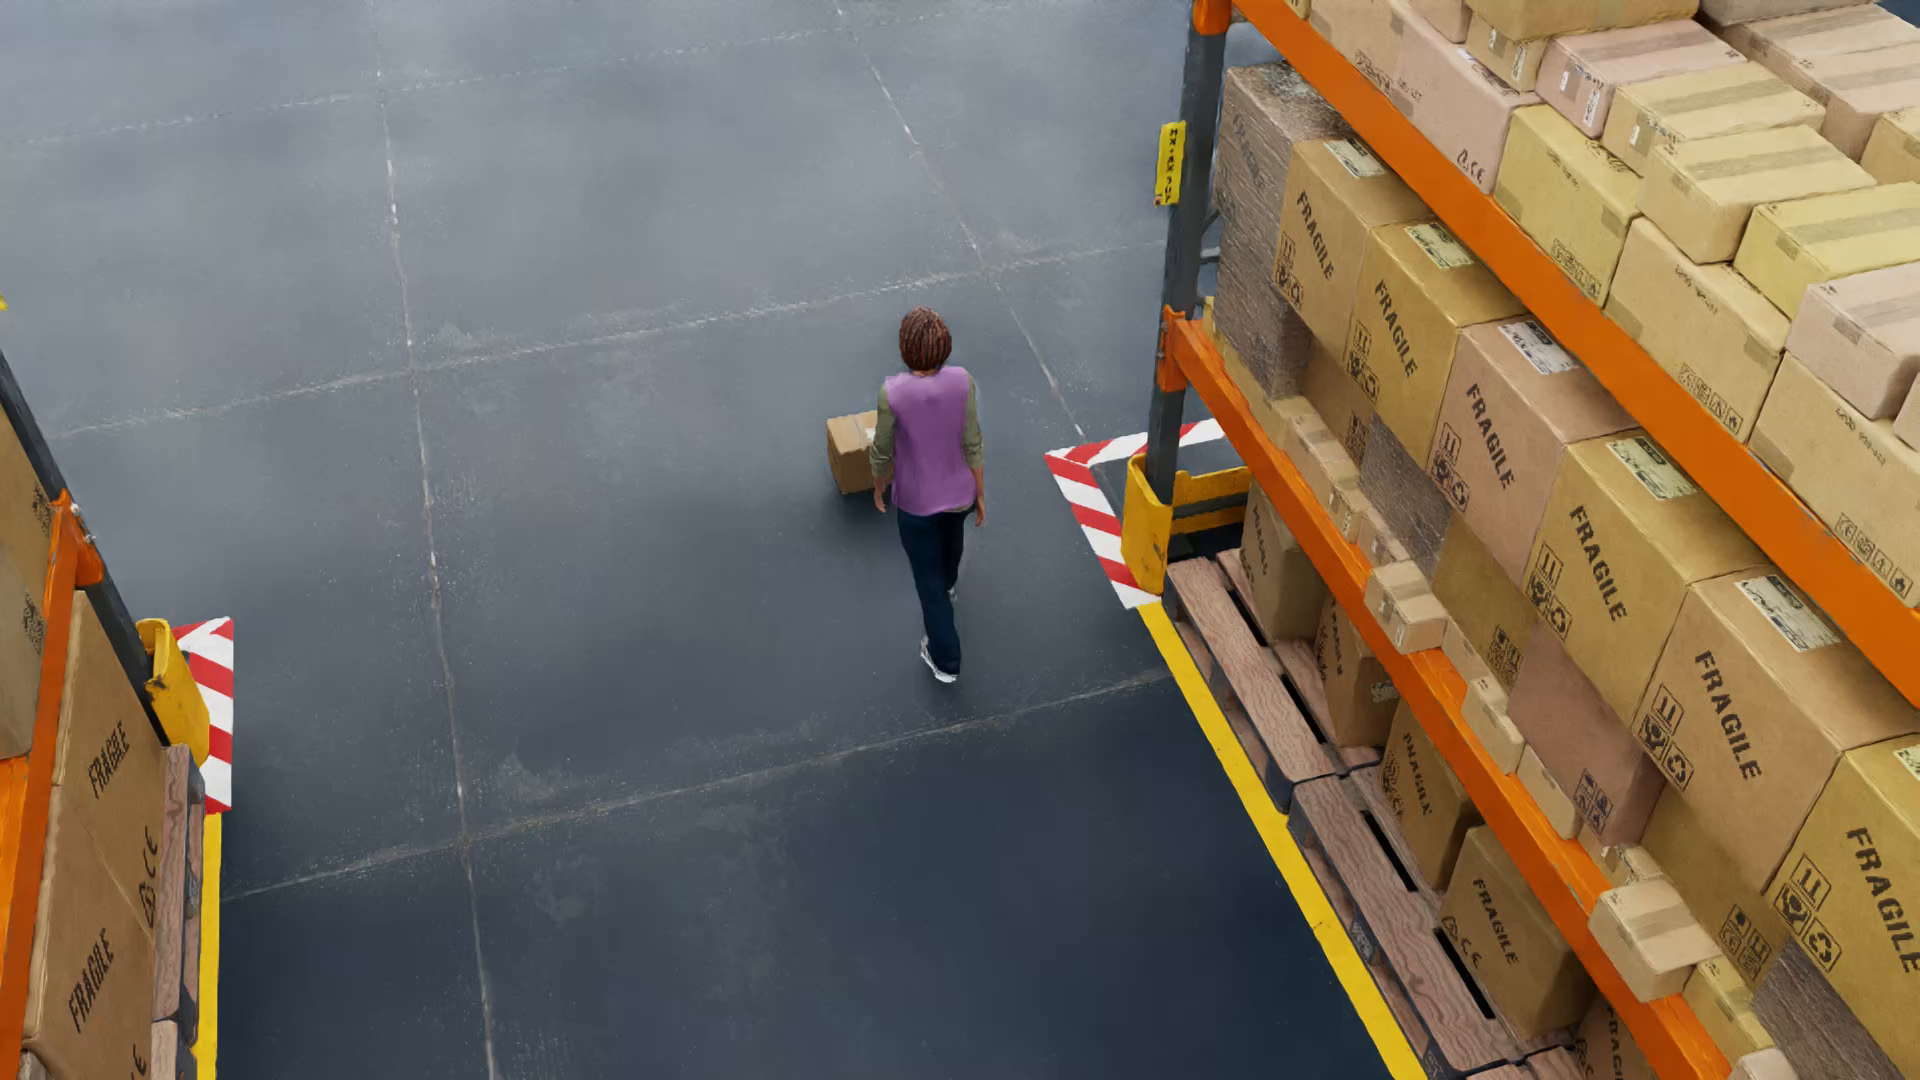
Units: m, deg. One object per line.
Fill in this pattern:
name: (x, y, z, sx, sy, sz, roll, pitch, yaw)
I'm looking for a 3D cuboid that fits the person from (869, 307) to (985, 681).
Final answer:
person: (-0.142, -0.220, 6.393, 0.429, 1.574, 0.737, -15, 45, -15)
